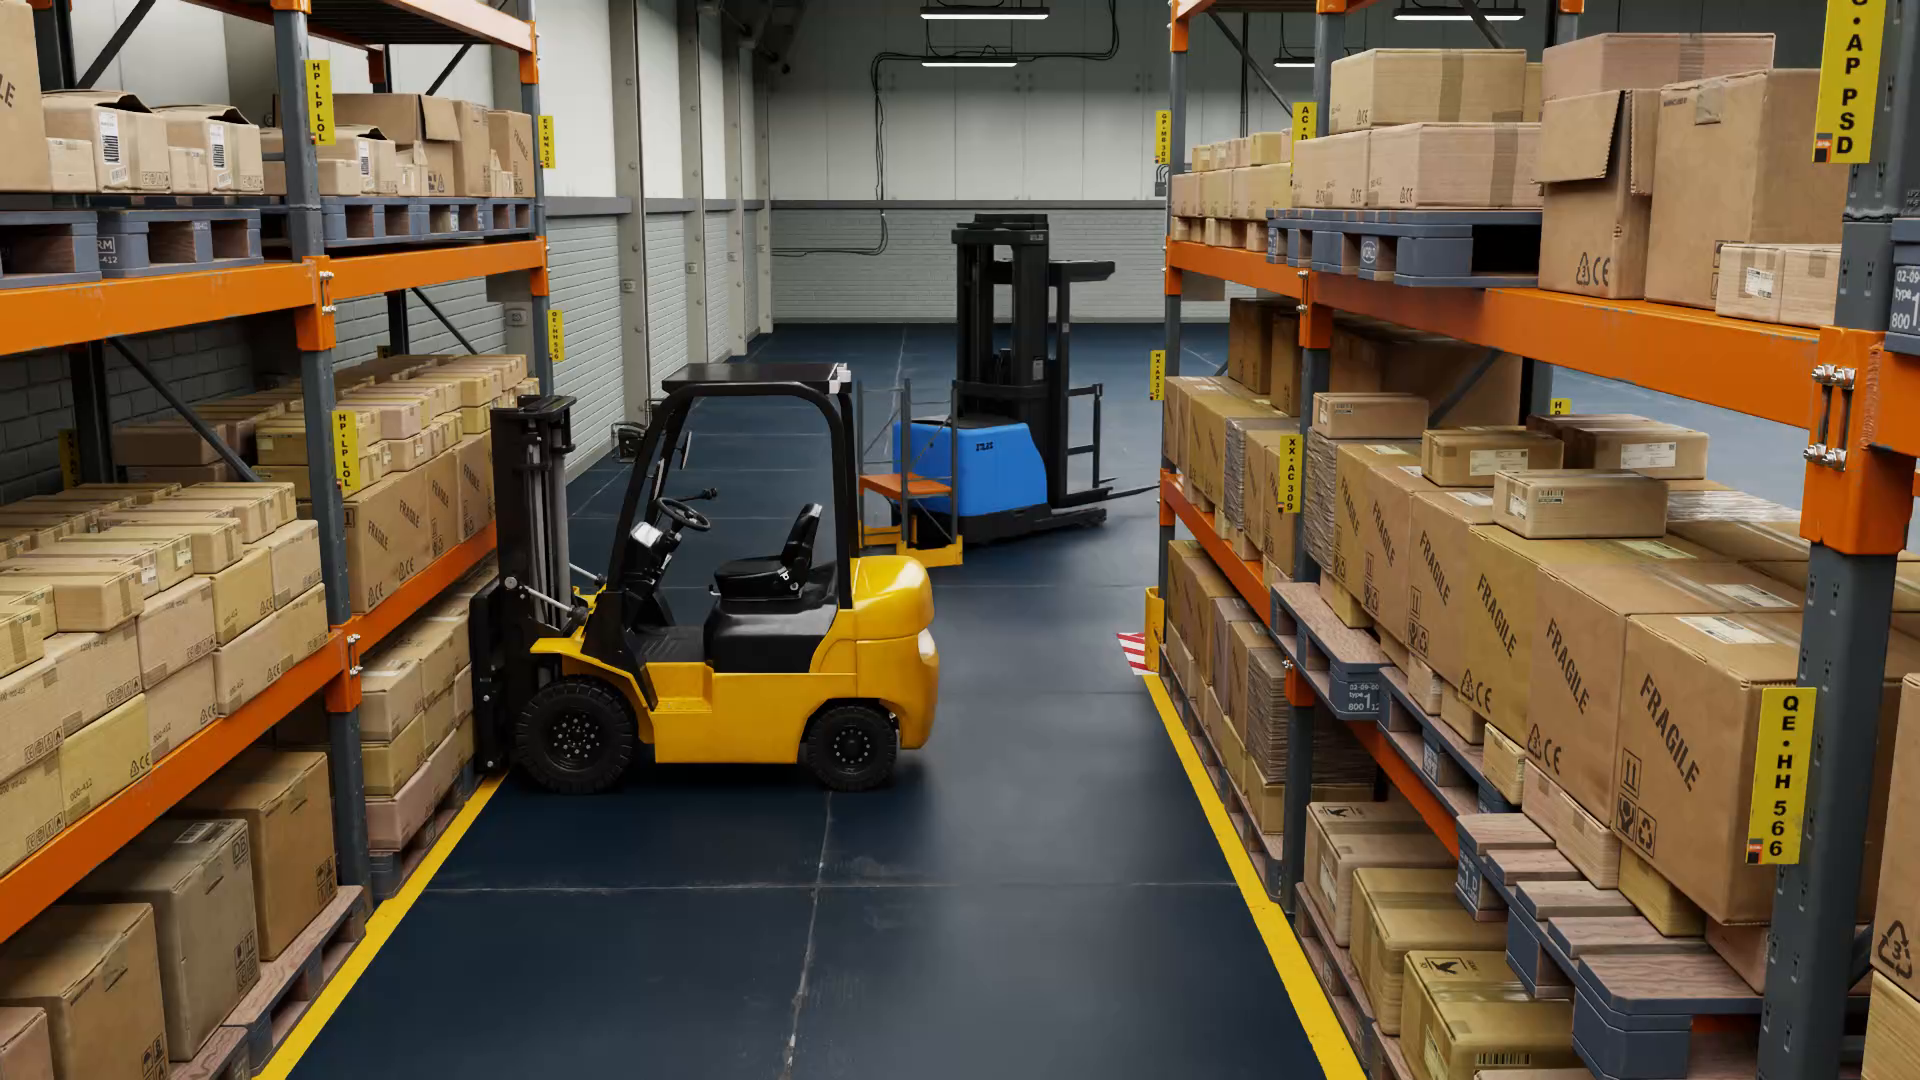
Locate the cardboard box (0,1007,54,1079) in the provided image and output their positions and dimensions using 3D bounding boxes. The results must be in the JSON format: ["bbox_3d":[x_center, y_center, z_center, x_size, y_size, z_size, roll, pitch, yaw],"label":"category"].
[{"bbox_3d":[-2.989,1.668,4.402,0.875,0.625,0.625,0,11,1],"label":"cardboard box"}]

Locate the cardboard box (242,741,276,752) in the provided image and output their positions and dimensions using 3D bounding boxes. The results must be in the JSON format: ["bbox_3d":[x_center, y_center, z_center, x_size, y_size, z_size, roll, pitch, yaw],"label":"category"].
[{"bbox_3d":[-3.266,0.969,7.530,0.500,0.250,0.500,0,11,-2],"label":"cardboard box"}]

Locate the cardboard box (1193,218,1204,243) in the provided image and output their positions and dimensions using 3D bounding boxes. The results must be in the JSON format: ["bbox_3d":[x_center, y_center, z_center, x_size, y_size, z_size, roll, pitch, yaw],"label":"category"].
[{"bbox_3d":[1.577,-1.823,9.778,0.380,0.149,0.250,0,11,0],"label":"cardboard box"}]

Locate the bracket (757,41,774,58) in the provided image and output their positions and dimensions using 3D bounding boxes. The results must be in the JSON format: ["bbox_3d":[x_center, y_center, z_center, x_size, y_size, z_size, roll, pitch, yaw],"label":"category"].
[{"bbox_3d":[-4.224,-10.559,35.611,0.076,0.066,4.783,0,11,-1],"label":"bracket"}]

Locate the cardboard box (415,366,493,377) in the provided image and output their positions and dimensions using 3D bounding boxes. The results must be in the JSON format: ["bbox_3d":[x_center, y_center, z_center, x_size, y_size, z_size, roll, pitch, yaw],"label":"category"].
[{"bbox_3d":[-2.917,-0.918,9.602,0.380,0.149,0.250,0,11,-1],"label":"cardboard box"}]

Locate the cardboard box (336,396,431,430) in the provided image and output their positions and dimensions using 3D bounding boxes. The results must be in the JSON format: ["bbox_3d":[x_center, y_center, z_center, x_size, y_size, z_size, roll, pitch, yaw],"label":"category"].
[{"bbox_3d":[-2.806,-0.614,8.102,0.380,0.149,0.250,0,11,-2],"label":"cardboard box"}]

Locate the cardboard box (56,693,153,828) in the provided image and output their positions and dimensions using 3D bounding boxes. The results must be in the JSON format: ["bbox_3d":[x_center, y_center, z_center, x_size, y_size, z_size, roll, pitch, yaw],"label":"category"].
[{"bbox_3d":[-2.766,0.642,4.917,0.500,0.250,0.500,0,11,1],"label":"cardboard box"}]

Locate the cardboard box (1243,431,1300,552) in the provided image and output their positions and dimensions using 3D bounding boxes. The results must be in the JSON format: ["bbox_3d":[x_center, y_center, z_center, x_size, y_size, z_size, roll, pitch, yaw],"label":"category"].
[{"bbox_3d":[1.636,-0.237,7.875,0.500,0.500,0.500,0,11,1],"label":"cardboard box"}]

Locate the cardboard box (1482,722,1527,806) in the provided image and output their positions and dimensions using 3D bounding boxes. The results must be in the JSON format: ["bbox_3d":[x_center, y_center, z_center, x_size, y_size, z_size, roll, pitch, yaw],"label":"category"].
[{"bbox_3d":[1.607,0.588,4.384,0.380,0.149,0.250,0,11,0],"label":"cardboard box"}]

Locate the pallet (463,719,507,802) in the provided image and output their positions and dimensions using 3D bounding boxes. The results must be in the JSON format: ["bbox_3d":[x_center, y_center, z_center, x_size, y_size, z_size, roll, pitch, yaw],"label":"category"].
[{"bbox_3d":[-3.054,1.134,9.131,1.003,0.211,1.213,0,11,-1],"label":"pallet"}]

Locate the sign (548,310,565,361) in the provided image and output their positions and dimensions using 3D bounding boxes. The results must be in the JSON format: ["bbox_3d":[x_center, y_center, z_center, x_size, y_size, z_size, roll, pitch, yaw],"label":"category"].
[{"bbox_3d":[-2.591,-1.310,10.654,0.100,0.325,0.005,0,11,-1],"label":"sign"}]

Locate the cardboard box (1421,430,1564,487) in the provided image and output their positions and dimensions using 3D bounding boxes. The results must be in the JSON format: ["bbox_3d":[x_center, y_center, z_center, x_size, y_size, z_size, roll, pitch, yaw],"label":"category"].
[{"bbox_3d":[1.693,-0.261,5.304,0.380,0.149,0.250,0,11,2],"label":"cardboard box"}]

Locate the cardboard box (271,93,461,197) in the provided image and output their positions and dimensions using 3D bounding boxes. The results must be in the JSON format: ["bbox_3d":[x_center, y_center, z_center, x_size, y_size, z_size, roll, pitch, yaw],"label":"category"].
[{"bbox_3d":[-2.986,-1.995,8.426,0.797,0.503,0.637,0,11,1],"label":"cardboard box"}]

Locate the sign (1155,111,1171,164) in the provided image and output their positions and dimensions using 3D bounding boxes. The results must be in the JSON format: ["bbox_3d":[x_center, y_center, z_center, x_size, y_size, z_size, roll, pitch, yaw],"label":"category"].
[{"bbox_3d":[1.286,-2.544,10.503,0.100,0.325,0.005,0,11,-1],"label":"sign"}]

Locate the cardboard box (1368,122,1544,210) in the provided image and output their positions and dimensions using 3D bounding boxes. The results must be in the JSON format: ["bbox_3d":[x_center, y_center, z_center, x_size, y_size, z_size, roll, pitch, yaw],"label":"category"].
[{"bbox_3d":[1.566,-1.136,5.084,0.500,0.250,0.500,0,11,-2],"label":"cardboard box"}]

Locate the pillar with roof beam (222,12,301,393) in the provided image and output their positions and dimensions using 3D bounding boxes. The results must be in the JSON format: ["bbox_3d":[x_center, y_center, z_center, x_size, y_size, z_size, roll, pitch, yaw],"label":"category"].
[{"bbox_3d":[0.283,-3.442,9.585,9.100,9.000,0.400,0,11,-1],"label":"pillar with roof beam"}]

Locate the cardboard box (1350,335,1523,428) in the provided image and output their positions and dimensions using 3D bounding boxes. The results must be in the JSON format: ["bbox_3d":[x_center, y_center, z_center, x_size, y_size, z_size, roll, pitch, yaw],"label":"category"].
[{"bbox_3d":[2.119,-0.626,7.276,0.700,0.500,0.500,0,11,-2],"label":"cardboard box"}]

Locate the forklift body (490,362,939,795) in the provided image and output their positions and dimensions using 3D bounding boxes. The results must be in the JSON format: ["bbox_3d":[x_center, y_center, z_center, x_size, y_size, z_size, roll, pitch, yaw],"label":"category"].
[{"bbox_3d":[-1.271,0.159,9.058,2.313,2.155,1.214,0,11,-1],"label":"forklift body"}]

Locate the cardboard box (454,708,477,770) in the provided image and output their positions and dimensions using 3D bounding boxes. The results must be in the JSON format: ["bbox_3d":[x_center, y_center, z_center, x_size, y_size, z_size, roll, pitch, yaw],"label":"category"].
[{"bbox_3d":[-2.783,1.010,8.588,0.500,0.250,0.500,0,11,0],"label":"cardboard box"}]

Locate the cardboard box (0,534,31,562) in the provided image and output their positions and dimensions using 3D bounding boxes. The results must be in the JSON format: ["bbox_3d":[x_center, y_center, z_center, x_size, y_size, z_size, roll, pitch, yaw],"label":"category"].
[{"bbox_3d":[-3.295,0.076,5.449,0.380,0.149,0.250,0,11,-1],"label":"cardboard box"}]

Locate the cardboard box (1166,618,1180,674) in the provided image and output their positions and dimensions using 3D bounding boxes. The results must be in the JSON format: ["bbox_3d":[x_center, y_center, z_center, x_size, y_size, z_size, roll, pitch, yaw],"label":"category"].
[{"bbox_3d":[1.569,0.655,10.335,0.500,0.250,0.500,0,11,-2],"label":"cardboard box"}]

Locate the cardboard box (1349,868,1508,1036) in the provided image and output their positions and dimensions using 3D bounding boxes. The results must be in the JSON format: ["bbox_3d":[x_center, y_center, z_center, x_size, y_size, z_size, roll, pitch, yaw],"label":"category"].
[{"bbox_3d":[1.943,1.476,5.981,0.950,0.372,0.625,0,11,2],"label":"cardboard box"}]

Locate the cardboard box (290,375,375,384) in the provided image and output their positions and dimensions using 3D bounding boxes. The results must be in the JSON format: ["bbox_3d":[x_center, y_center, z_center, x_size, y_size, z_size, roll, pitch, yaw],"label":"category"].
[{"bbox_3d":[-3.422,-0.813,9.082,0.380,0.149,0.250,-1,11,-3],"label":"cardboard box"}]

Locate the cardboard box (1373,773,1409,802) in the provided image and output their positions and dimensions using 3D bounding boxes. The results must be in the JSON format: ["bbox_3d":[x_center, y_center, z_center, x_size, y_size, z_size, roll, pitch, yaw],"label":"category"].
[{"bbox_3d":[2.169,1.171,7.795,0.500,0.250,0.500,-1,11,-4],"label":"cardboard box"}]

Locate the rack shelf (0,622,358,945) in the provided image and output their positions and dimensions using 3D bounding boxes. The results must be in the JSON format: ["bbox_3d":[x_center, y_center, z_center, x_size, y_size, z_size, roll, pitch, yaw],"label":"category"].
[{"bbox_3d":[-3.010,0.919,4.987,1.077,0.370,4.000,0,11,-1],"label":"rack shelf"}]

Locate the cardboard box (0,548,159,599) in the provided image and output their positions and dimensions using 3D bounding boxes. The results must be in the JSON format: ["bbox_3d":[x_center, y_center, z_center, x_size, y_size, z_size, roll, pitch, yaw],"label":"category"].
[{"bbox_3d":[-2.766,0.122,5.219,0.380,0.149,0.250,0,11,-1],"label":"cardboard box"}]

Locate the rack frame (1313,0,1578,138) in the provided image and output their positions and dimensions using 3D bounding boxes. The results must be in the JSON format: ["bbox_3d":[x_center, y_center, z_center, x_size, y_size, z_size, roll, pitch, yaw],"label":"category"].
[{"bbox_3d":[1.911,-2.793,6.383,1.000,3.000,0.127,0,11,-1],"label":"rack frame"}]

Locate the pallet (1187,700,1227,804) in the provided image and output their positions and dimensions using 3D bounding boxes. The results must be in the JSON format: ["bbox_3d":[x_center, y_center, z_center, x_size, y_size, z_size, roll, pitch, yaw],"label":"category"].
[{"bbox_3d":[1.834,1.137,9.113,1.003,0.211,1.213,0,11,-1],"label":"pallet"}]

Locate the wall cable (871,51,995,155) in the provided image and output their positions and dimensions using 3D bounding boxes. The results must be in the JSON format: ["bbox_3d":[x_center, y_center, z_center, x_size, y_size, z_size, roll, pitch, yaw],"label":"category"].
[{"bbox_3d":[-0.675,-10.944,41.667,3.097,2.526,0.112,0,11,-1],"label":"wall cable"}]

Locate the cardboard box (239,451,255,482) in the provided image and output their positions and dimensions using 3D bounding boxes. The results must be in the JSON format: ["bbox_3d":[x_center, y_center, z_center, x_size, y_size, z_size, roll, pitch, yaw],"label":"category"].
[{"bbox_3d":[-3.355,-0.311,7.356,0.380,0.149,0.250,-1,11,-3],"label":"cardboard box"}]

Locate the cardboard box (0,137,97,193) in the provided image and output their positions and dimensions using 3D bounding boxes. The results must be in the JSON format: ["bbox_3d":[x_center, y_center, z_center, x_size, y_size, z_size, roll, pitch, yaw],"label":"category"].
[{"bbox_3d":[-2.709,-1.063,4.724,0.380,0.149,0.250,0,11,-2],"label":"cardboard box"}]

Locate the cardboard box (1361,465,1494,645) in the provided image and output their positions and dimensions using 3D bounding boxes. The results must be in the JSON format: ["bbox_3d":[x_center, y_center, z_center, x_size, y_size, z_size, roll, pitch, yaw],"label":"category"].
[{"bbox_3d":[1.642,0.039,5.458,0.500,0.500,0.500,0,11,-1],"label":"cardboard box"}]

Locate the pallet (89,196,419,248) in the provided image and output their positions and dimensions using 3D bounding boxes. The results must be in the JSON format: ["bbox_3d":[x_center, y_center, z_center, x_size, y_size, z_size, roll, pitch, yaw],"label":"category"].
[{"bbox_3d":[-3.095,-1.428,7.421,1.003,0.211,1.213,0,11,-1],"label":"pallet"}]

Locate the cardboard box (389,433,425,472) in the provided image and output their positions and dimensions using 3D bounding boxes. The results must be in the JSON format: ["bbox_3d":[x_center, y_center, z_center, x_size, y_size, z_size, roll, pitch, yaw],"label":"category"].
[{"bbox_3d":[-2.766,-0.415,7.870,0.380,0.149,0.250,0,11,0],"label":"cardboard box"}]

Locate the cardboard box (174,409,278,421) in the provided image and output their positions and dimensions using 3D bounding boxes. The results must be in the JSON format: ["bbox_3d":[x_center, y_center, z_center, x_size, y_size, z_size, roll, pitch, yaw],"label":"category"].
[{"bbox_3d":[-3.343,-0.509,7.584,0.380,0.149,0.250,0,11,-2],"label":"cardboard box"}]

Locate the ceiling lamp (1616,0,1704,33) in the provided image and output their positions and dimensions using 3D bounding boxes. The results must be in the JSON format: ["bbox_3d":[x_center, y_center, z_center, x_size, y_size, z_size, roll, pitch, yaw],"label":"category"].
[{"bbox_3d":[14.635,-11.560,34.915,2.000,3.185,0.800,0,11,-1],"label":"ceiling lamp"}]

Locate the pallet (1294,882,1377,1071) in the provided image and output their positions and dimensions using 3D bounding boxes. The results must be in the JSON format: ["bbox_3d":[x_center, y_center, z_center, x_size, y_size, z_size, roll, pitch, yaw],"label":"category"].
[{"bbox_3d":[1.929,1.669,6.494,1.003,0.211,1.213,0,11,-1],"label":"pallet"}]

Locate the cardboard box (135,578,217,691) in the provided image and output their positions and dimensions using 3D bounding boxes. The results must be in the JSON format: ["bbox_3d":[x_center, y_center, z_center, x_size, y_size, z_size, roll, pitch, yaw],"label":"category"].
[{"bbox_3d":[-2.763,0.297,5.360,0.500,0.250,0.500,0,11,0],"label":"cardboard box"}]

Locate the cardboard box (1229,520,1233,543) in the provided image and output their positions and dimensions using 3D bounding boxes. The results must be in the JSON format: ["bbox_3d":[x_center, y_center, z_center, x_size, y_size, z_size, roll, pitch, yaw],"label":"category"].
[{"bbox_3d":[1.600,-0.045,8.560,0.380,0.149,0.250,0,11,-2],"label":"cardboard box"}]

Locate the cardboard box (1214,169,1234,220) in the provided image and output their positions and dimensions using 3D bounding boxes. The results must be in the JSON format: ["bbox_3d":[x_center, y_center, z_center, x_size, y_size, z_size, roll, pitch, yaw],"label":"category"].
[{"bbox_3d":[1.600,-1.784,8.586,0.500,0.250,0.500,0,11,0],"label":"cardboard box"}]

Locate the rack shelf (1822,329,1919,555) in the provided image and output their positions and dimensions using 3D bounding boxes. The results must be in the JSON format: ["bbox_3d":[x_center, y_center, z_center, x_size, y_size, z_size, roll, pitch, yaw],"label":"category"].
[{"bbox_3d":[2.035,0.222,0.874,1.077,0.370,4.000,0,11,-1],"label":"rack shelf"}]

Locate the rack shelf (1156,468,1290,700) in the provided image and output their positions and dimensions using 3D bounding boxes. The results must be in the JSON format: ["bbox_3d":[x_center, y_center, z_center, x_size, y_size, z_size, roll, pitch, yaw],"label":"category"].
[{"bbox_3d":[1.870,0.102,9.011,1.077,0.370,4.000,0,11,-1],"label":"rack shelf"}]

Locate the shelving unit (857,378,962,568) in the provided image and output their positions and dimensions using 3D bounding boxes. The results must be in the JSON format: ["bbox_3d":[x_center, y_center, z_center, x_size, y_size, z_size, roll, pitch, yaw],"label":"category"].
[{"bbox_3d":[-0.464,-0.598,14.425,0.587,1.500,1.083,-5,13,-24],"label":"shelving unit"}]

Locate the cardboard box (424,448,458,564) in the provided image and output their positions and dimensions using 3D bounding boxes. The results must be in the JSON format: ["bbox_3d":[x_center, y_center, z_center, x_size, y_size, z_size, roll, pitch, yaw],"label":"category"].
[{"bbox_3d":[-2.838,-0.174,8.312,0.500,0.500,0.500,0,11,-2],"label":"cardboard box"}]

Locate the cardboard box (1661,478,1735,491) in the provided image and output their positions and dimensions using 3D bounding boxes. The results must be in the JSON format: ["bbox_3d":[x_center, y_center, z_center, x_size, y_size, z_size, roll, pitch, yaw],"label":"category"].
[{"bbox_3d":[2.166,0.039,5.459,0.500,0.500,0.500,0,11,1],"label":"cardboard box"}]

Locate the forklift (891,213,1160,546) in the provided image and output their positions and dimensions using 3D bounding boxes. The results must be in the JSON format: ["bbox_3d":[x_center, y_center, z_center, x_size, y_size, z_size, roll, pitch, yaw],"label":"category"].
[{"bbox_3d":[0.762,-1.614,15.834,1.130,2.935,3.031,11,16,44],"label":"forklift"}]

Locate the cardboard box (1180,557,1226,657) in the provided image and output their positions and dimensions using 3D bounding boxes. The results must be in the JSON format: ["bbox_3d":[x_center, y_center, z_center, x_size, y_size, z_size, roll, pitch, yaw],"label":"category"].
[{"bbox_3d":[1.585,0.396,9.725,0.500,0.500,0.500,-1,11,-3],"label":"cardboard box"}]

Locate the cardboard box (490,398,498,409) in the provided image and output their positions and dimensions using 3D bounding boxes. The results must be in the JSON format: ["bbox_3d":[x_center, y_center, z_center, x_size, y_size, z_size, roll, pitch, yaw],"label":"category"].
[{"bbox_3d":[-2.821,-0.721,9.377,0.380,0.149,0.250,-1,11,-3],"label":"cardboard box"}]

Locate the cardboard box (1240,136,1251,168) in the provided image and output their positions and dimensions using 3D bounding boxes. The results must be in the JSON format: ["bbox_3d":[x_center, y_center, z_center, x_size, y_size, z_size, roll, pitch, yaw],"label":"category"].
[{"bbox_3d":[1.592,-1.910,8.203,0.380,0.149,0.250,0,11,0],"label":"cardboard box"}]

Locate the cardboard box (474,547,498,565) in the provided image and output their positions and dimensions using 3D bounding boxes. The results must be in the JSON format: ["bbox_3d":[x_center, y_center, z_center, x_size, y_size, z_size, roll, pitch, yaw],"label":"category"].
[{"bbox_3d":[-2.796,0.217,9.982,0.500,0.250,0.500,0,11,0],"label":"cardboard box"}]

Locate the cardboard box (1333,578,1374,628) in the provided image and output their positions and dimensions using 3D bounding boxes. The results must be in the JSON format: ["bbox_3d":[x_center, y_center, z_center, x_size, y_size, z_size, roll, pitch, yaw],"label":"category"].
[{"bbox_3d":[1.603,0.225,6.170,0.380,0.149,0.250,0,11,0],"label":"cardboard box"}]

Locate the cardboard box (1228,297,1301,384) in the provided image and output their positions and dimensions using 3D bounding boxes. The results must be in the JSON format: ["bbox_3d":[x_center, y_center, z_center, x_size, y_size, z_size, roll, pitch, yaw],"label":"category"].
[{"bbox_3d":[2.057,-1.232,10.264,0.700,0.500,0.500,-1,11,-3],"label":"cardboard box"}]
